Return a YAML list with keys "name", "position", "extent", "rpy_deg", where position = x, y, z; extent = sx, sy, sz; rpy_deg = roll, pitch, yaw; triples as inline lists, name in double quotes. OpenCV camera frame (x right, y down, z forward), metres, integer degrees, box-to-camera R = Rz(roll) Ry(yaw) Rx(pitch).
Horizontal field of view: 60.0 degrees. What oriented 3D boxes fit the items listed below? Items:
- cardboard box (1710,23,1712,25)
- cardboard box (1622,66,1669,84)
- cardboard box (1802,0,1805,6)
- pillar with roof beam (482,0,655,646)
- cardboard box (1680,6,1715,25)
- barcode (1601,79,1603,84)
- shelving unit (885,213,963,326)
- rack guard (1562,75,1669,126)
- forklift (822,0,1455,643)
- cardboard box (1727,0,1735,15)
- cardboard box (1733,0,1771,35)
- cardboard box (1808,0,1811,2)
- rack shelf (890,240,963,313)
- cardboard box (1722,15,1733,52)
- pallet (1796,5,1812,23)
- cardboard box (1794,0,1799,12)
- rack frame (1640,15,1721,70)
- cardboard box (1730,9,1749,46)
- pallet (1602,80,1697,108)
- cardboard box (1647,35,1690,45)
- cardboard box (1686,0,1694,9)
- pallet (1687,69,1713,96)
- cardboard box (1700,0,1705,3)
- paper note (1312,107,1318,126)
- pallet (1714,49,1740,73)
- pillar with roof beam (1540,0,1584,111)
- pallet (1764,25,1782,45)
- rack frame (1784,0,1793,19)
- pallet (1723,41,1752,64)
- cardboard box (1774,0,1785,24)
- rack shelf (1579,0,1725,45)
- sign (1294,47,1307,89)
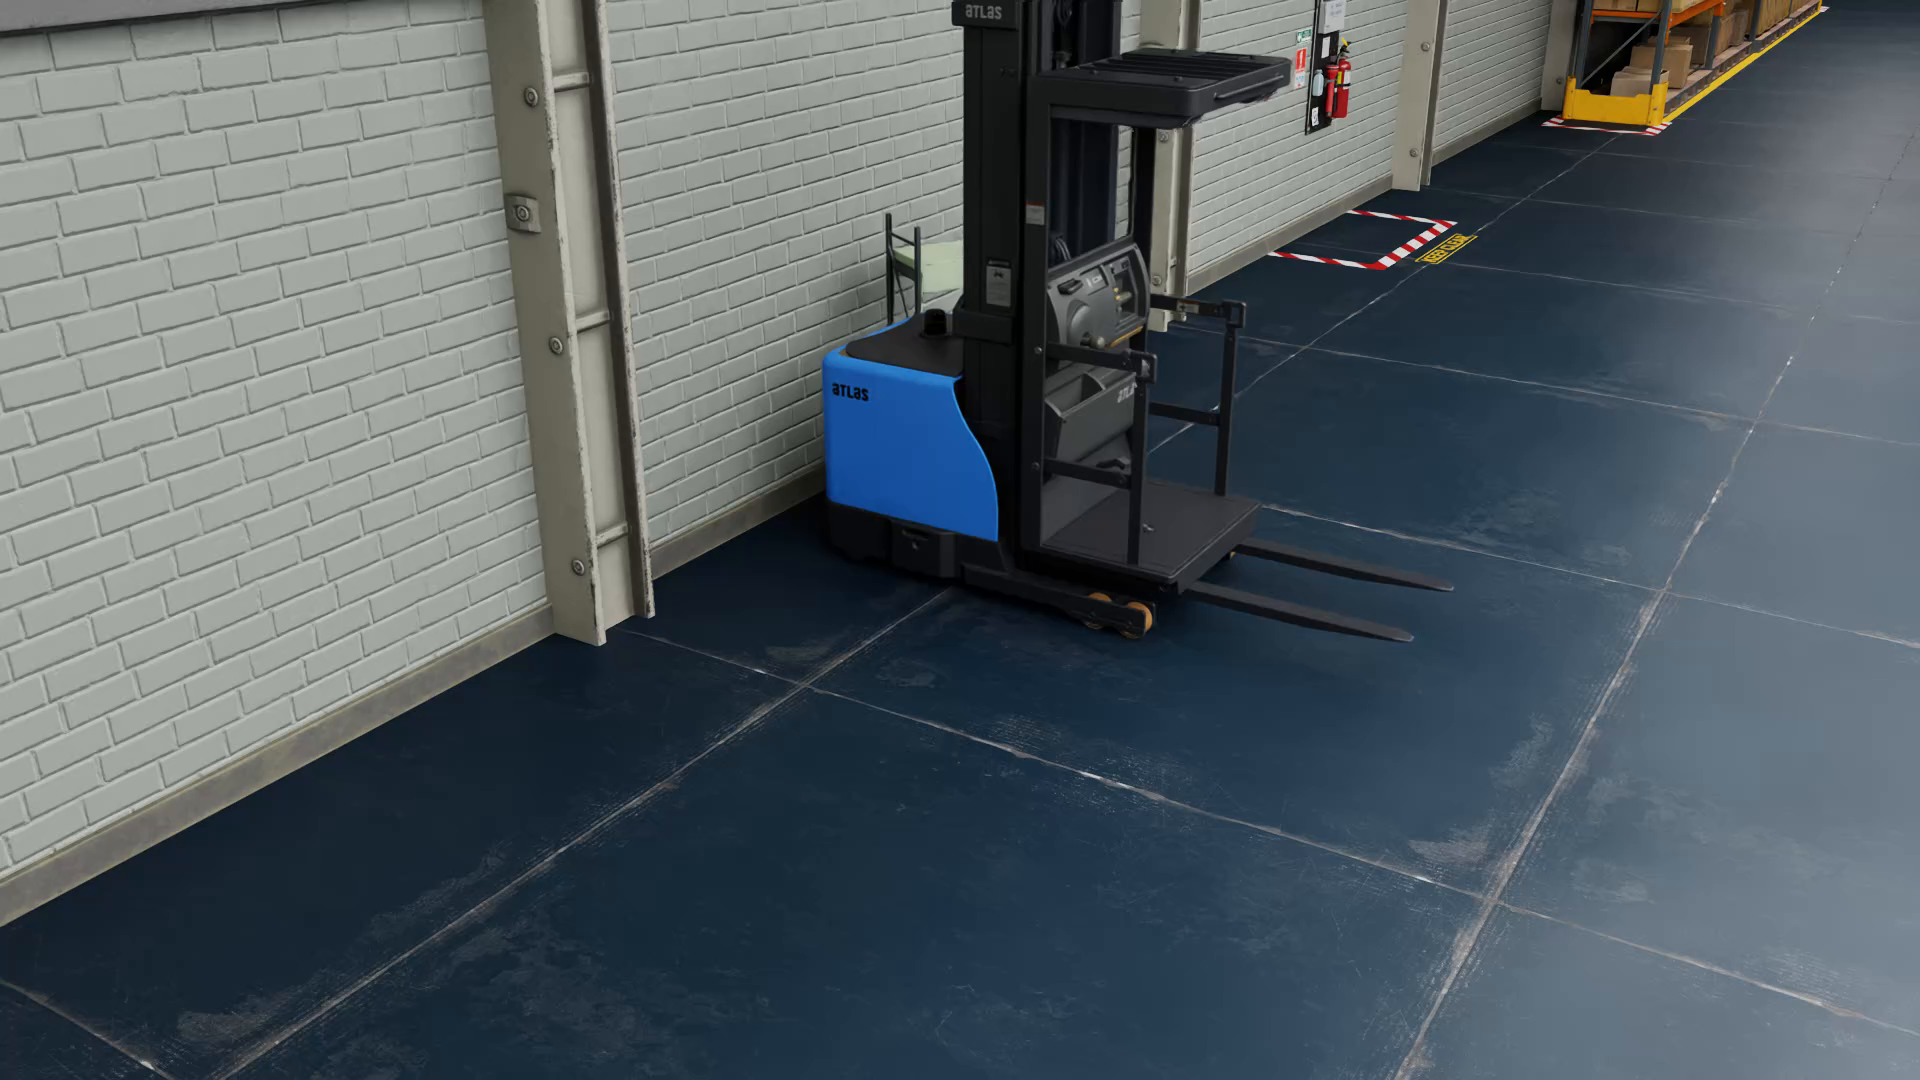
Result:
- name: "cardboard box"
  position: [10.891, -7.487, 24.862]
  extent: [0.700, 0.500, 0.500]
  rpy_deg: [13, 27, 28]
- name: "cardboard box"
  position: [8.919, -6.021, 21.712]
  extent: [0.500, 0.311, 0.500]
  rpy_deg: [16, 28, 33]
- name: "cardboard box"
  position: [15.804, -10.495, 31.836]
  extent: [0.700, 0.500, 0.500]
  rpy_deg: [13, 27, 27]
- name: "pillar with roof beam"
  position: [1.974, -2.839, 3.980]
  extent: [9.100, 9.000, 0.400]
  rpy_deg: [14, 27, 29]
- name: "cardboard box"
  position: [10.891, -7.796, 24.631]
  extent: [0.500, 0.250, 0.500]
  rpy_deg: [13, 27, 28]
- name: "barcode"
  position: [8.288, -5.922, 21.474]
  extent: [0.001, 0.075, 0.075]
  rpy_deg: [14, 27, 29]
- name: "shelving unit"
  position: [0.018, -1.100, 9.403]
  extent: [0.755, 1.500, 0.431]
  rpy_deg: [-11, 26, -25]
- name: "rack guard"
  position: [8.217, -5.524, 20.881]
  extent: [1.175, 0.500, 0.348]
  rpy_deg: [14, 27, 29]
- name: "forklift"
  position: [0.828, -1.129, 7.670]
  extent: [3.031, 2.935, 1.130]
  rpy_deg: [14, 27, 29]
- name: "cardboard box"
  position: [11.708, -8.311, 25.822]
  extent: [0.500, 0.250, 0.500]
  rpy_deg: [14, 27, 30]
- name: "cardboard box"
  position: [12.896, -8.772, 27.416]
  extent: [0.750, 0.750, 0.750]
  rpy_deg: [13, 27, 28]
- name: "cardboard box"
  position: [16.333, -10.834, 32.618]
  extent: [0.700, 0.500, 0.500]
  rpy_deg: [14, 27, 29]
- name: "rack shelf"
  position: [0.018, -1.458, 9.248]
  extent: [0.720, 0.370, 0.431]
  rpy_deg: [-11, 26, -25]
- name: "cardboard box"
  position: [11.453, -7.823, 25.638]
  extent: [0.700, 0.500, 0.500]
  rpy_deg: [14, 27, 29]
- name: "pallet"
  position: [15.617, -10.070, 31.745]
  extent: [1.003, 0.211, 1.213]
  rpy_deg: [14, 27, 29]
- name: "cardboard box"
  position: [15.256, -10.141, 31.017]
  extent: [0.700, 0.500, 0.500]
  rpy_deg: [14, 27, 28]
- name: "rack frame"
  position: [10.287, -7.996, 23.444]
  extent: [1.000, 3.000, 0.127]
  rpy_deg: [14, 27, 29]
- name: "cardboard box"
  position: [12.062, -8.146, 26.385]
  extent: [0.700, 0.500, 0.500]
  rpy_deg: [14, 27, 30]
- name: "pallet"
  position: [9.320, -6.068, 22.502]
  extent: [1.003, 0.211, 1.213]
  rpy_deg: [14, 27, 29]
- name: "cardboard box"
  position: [9.774, -6.692, 23.024]
  extent: [0.500, 0.500, 0.500]
  rpy_deg: [12, 26, 25]
- name: "cardboard box"
  position: [8.966, -6.862, 20.989]
  extent: [0.500, 0.250, 0.500]
  rpy_deg: [13, 27, 27]
- name: "pallet"
  position: [9.963, -6.482, 23.457]
  extent: [1.003, 0.211, 1.213]
  rpy_deg: [14, 27, 29]
- name: "cardboard box"
  position: [9.508, -7.203, 21.777]
  extent: [0.500, 0.250, 0.500]
  rpy_deg: [14, 27, 29]
- name: "paper note"
  position: [3.159, -3.762, 14.774]
  extent: [0.016, 0.148, 0.142]
  rpy_deg: [14, 27, 29]
- name: "pallet"
  position: [11.339, -7.392, 25.560]
  extent: [1.003, 0.211, 1.213]
  rpy_deg: [14, 27, 29]
- name: "pillar with roof beam"
  position: [11.469, -8.914, 18.014]
  extent: [9.100, 9.000, 0.400]
  rpy_deg: [14, 27, 29]
- name: "pallet"
  position: [13.521, -8.726, 28.642]
  extent: [1.003, 0.211, 1.213]
  rpy_deg: [14, 27, 29]
- name: "rack frame"
  position: [14.507, -10.696, 29.681]
  extent: [1.000, 3.000, 0.127]
  rpy_deg: [14, 27, 29]
- name: "pallet"
  position: [11.984, -7.802, 26.508]
  extent: [1.003, 0.211, 1.213]
  rpy_deg: [14, 27, 29]
- name: "cardboard box"
  position: [13.808, -9.355, 28.760]
  extent: [0.750, 0.750, 0.750]
  rpy_deg: [15, 27, 31]
- name: "rack shelf"
  position: [9.232, -6.990, 22.027]
  extent: [1.077, 0.370, 4.000]
  rpy_deg: [14, 27, 29]
- name: "sign"
  position: [2.931, -4.063, 14.315]
  extent: [0.001, 0.329, 0.234]
  rpy_deg: [14, 27, 29]
